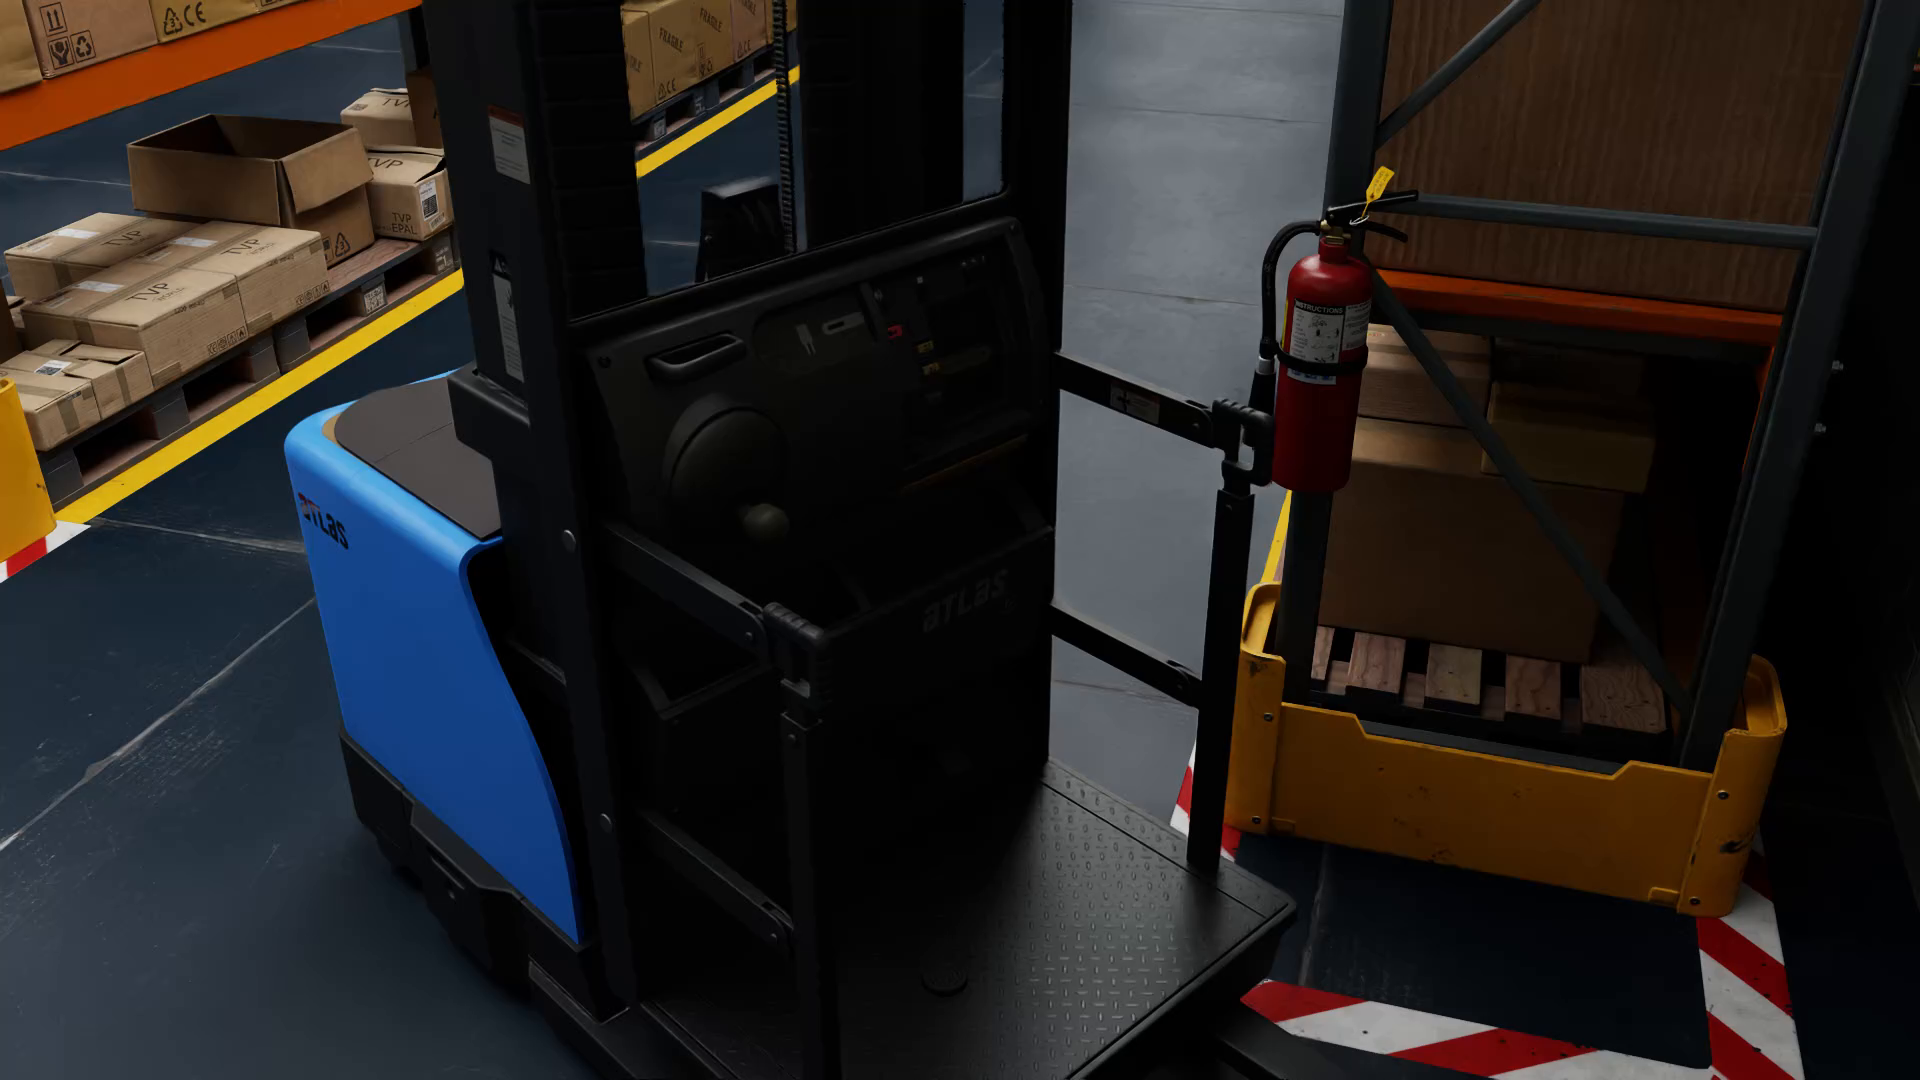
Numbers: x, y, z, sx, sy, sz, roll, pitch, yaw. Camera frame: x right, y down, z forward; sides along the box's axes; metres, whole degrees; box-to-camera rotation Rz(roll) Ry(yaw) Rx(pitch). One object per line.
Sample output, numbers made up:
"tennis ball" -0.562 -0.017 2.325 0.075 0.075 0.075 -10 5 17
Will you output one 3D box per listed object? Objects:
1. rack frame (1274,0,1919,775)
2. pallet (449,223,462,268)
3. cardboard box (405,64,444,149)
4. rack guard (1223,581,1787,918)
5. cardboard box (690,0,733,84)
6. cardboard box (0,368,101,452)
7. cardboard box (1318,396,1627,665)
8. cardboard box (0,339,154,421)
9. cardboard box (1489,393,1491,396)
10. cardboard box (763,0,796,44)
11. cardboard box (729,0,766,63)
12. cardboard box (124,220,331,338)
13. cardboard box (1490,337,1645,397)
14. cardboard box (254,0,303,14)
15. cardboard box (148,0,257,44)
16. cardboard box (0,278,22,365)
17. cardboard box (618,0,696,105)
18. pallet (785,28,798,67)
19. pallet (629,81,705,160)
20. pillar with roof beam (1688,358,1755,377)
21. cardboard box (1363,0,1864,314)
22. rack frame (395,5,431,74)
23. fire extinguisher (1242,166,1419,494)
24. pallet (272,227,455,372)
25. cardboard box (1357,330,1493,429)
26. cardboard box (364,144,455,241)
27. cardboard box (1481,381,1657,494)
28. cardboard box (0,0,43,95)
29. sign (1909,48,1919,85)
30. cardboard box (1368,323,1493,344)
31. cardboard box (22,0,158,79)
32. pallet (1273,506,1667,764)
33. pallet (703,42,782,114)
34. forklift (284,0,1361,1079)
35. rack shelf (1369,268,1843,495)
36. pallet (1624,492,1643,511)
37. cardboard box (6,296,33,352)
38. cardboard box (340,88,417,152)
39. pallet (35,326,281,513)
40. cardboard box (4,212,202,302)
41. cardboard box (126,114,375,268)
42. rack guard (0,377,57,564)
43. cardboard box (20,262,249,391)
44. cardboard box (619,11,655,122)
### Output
"rack frame" 1.231 -0.629 3.296 1.000 3.000 0.127 8 30 15
"pallet" -2.534 -1.656 8.009 1.003 0.211 1.213 8 30 15
"cardboard box" -2.228 -1.988 7.857 0.500 0.500 0.500 8 30 15
"rack guard" 1.224 0.474 3.883 1.175 0.500 0.348 8 30 15
"cardboard box" -1.657 -2.964 9.611 0.500 0.500 0.500 9 30 15
"cardboard box" -3.054 -0.426 5.411 0.380 0.149 0.250 8 30 15
"cardboard box" 1.341 -0.060 4.412 0.700 0.500 0.500 8 30 15
"cardboard box" -2.981 -0.550 5.616 0.380 0.166 0.250 8 30 15
"cardboard box" 1.488 -0.293 4.830 0.700 0.500 0.500 8 30 15
"cardboard box" -1.360 -3.444 10.473 0.500 0.500 0.500 7 30 13
"cardboard box" -1.508 -3.199 10.033 0.500 0.500 0.500 7 30 13
"cardboard box" -2.781 -1.002 6.342 0.500 0.250 0.500 8 30 15
"cardboard box" 1.643 -0.492 4.522 0.380 0.149 0.250 9 30 15
"cardboard box" -2.679 -2.252 6.110 0.500 0.500 0.500 9 30 16
"cardboard box" -2.827 -2.020 5.693 0.500 0.500 0.500 8 30 15
"cardboard box" -3.582 -0.722 5.581 0.500 0.500 0.500 8 30 15
"cardboard box" -1.811 -2.733 9.196 0.500 0.500 0.500 9 30 16
"pallet" -1.413 -3.492 11.310 1.003 0.211 1.213 8 30 15
"pallet" -2.129 -2.358 9.272 1.003 0.211 1.213 8 30 15
"pillar with roof beam" -1.089 -5.275 5.476 9.100 9.000 0.400 8 30 15
"cardboard box" 1.371 -0.999 3.651 0.980 0.700 0.700 10 31 17
"rack frame" -2.332 -3.193 7.905 1.000 3.000 0.127 8 30 15
"fire extinguisher" 0.746 -0.428 3.398 0.296 0.674 0.183 8 30 15
"pallet" -2.890 -1.087 6.987 1.003 0.211 1.213 8 30 15
"cardboard box" 1.204 -0.429 4.408 0.380 0.149 0.250 8 30 14
"cardboard box" -2.448 -1.557 7.276 0.500 0.311 0.500 8 30 15
"cardboard box" 1.495 -0.257 4.098 0.380 0.149 0.250 9 30 15
"cardboard box" -3.123 -1.547 4.842 0.500 0.500 0.500 9 30 16
"sign" 1.760 -0.960 2.919 0.100 0.325 0.005 8 30 15
"cardboard box" 1.279 -0.548 4.622 0.380 0.149 0.250 9 30 16
"cardboard box" -2.977 -1.787 5.274 0.500 0.500 0.500 8 30 14
"pallet" 1.391 0.207 4.662 1.003 0.211 1.213 8 30 15
"pallet" -1.773 -2.927 10.294 1.003 0.211 1.213 8 30 15
"forklift" -0.052 -0.242 2.670 1.130 2.935 3.031 -25 38 -37
"rack shelf" 1.818 -1.244 5.141 1.077 0.370 4.000 8 30 15
"pallet" 1.751 -0.359 5.678 1.003 0.211 1.213 8 30 15
"cardboard box" -3.377 -0.752 5.978 0.380 0.166 0.250 8 30 15
"cardboard box" -2.662 -2.046 8.156 0.500 0.311 0.500 8 30 15
"pallet" -3.250 -0.522 5.971 1.003 0.211 1.213 8 30 15
"cardboard box" -3.274 -1.050 6.428 0.500 0.250 0.500 8 30 15
"cardboard box" -2.878 -1.421 6.834 0.797 0.503 0.637 8 30 15
"rack guard" -3.483 -0.277 5.234 1.175 0.500 0.348 8 30 15
"cardboard box" -2.928 -0.770 5.924 0.500 0.250 0.500 8 30 15
"cardboard box" -1.957 -2.483 8.747 0.500 0.500 0.500 7 30 13
